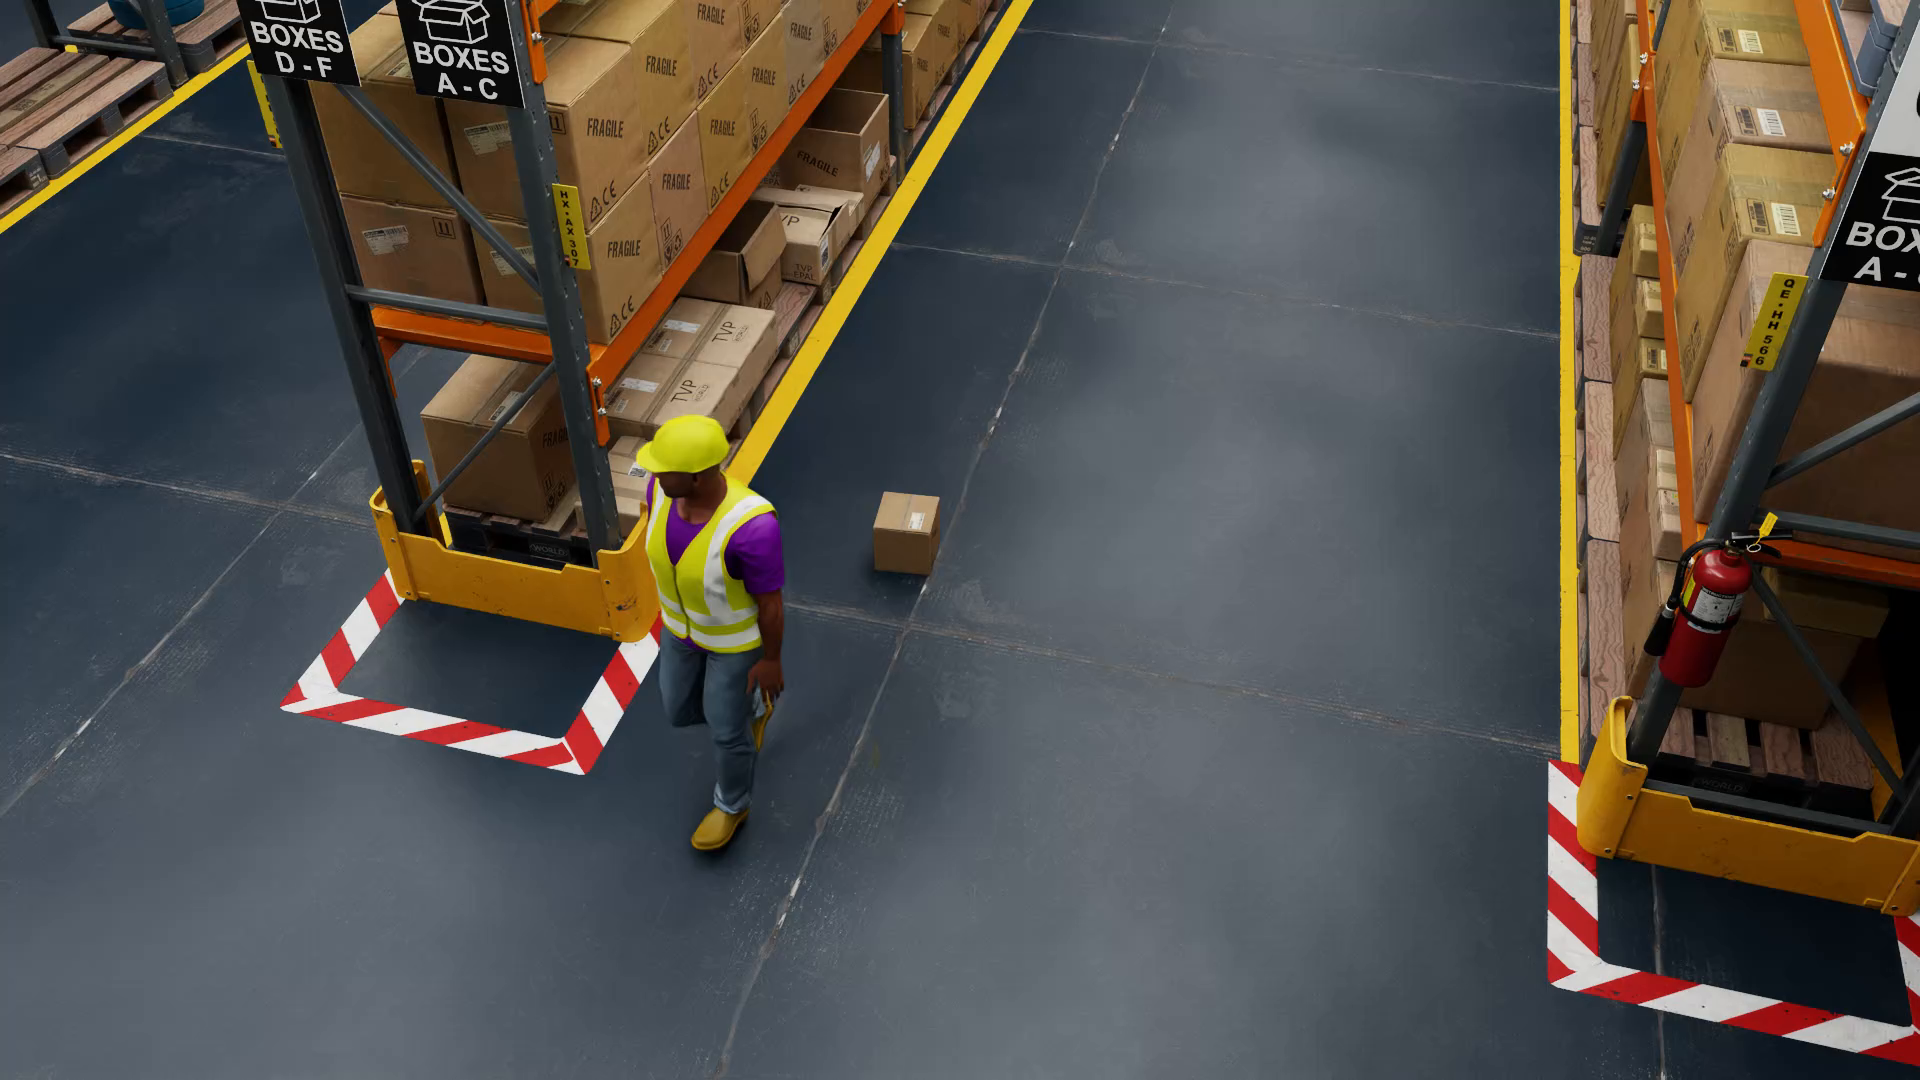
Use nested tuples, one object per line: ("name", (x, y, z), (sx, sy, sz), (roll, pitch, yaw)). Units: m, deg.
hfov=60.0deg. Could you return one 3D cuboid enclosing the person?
("person", (-0.853, 0.304, 5.762), (0.603, 1.761, 0.650), (23, 46, 25))
